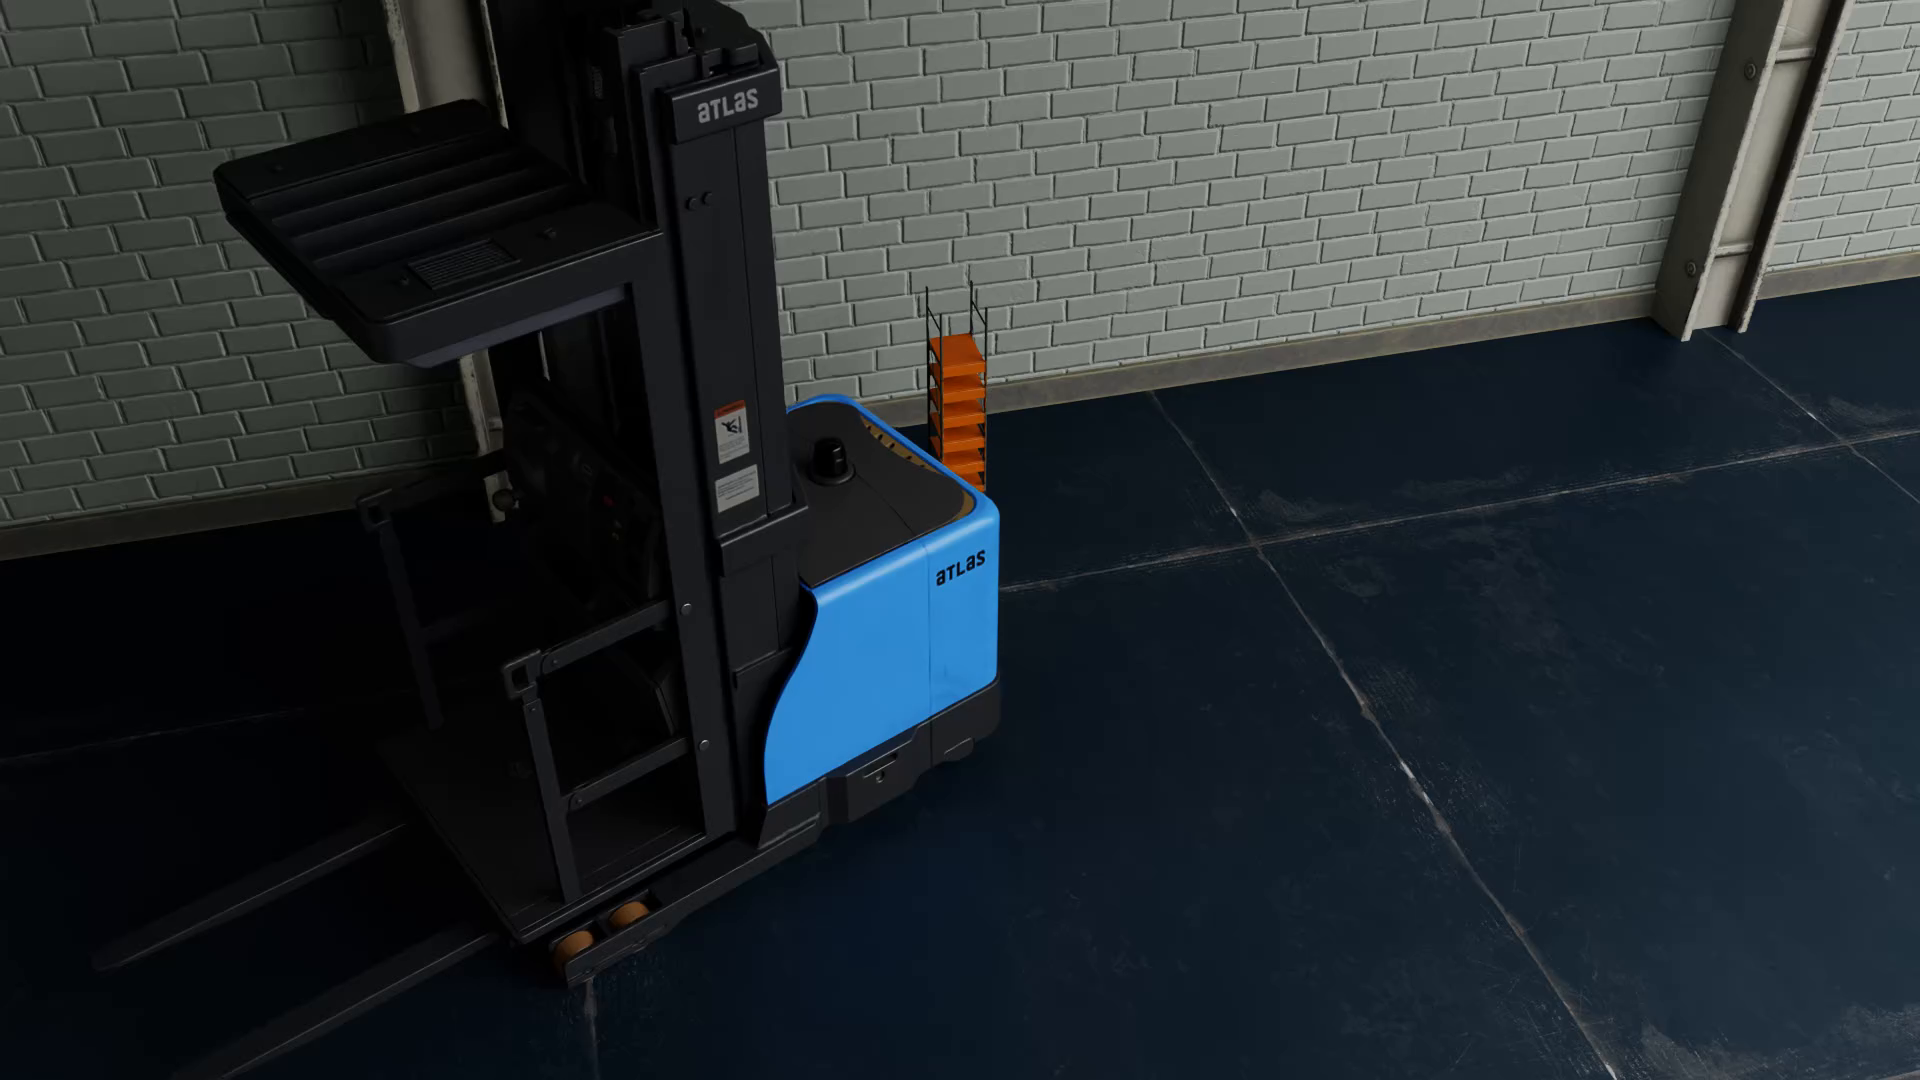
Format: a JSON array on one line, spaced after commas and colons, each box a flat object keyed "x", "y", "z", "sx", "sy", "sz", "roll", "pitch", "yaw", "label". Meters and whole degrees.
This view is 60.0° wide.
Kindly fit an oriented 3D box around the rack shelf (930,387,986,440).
[{"x": -0.014, "y": -0.534, "z": 6.837, "sx": 0.180, "sy": 0.103, "sz": 0.258, "roll": -9, "pitch": 38, "yaw": -12, "label": "rack shelf"}]

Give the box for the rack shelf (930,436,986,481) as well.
[{"x": -0.014, "y": -0.344, "z": 6.982, "sx": 0.180, "sy": 0.103, "sz": 0.258, "roll": -9, "pitch": 38, "yaw": -12, "label": "rack shelf"}]

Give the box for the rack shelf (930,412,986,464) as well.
[{"x": -0.014, "y": -0.439, "z": 6.909, "sx": 0.180, "sy": 0.103, "sz": 0.258, "roll": -9, "pitch": 38, "yaw": -12, "label": "rack shelf"}]

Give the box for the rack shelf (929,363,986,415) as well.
[{"x": -0.014, "y": -0.630, "z": 6.764, "sx": 0.180, "sy": 0.103, "sz": 0.258, "roll": -9, "pitch": 38, "yaw": -12, "label": "rack shelf"}]

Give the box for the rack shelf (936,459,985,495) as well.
[{"x": -0.014, "y": -0.248, "z": 7.055, "sx": 0.180, "sy": 0.103, "sz": 0.258, "roll": -9, "pitch": 38, "yaw": -12, "label": "rack shelf"}]

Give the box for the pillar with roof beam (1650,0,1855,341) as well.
[{"x": 4.997, "y": -2.197, "z": 2.715, "sx": 0.400, "sy": 9.000, "sz": 9.100, "roll": -9, "pitch": 38, "yaw": -12, "label": "pillar with roof beam"}]

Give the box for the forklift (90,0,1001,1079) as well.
[{"x": -1.318, "y": -0.098, "z": 4.965, "sx": 3.031, "sy": 2.935, "sz": 1.130, "roll": -26, "pitch": 44, "yaw": -30, "label": "forklift"}]

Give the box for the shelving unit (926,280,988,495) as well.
[{"x": -0.014, "y": -0.474, "z": 6.882, "sx": 0.189, "sy": 1.200, "sz": 0.258, "roll": -9, "pitch": 38, "yaw": -12, "label": "shelving unit"}]

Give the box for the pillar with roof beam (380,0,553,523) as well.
[{"x": -0.796, "y": -1.246, "z": 1.473, "sx": 0.400, "sy": 9.000, "sz": 9.100, "roll": -9, "pitch": 38, "yaw": -12, "label": "pillar with roof beam"}]

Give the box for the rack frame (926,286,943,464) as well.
[{"x": -0.102, "y": -0.460, "z": 6.864, "sx": 0.006, "sy": 1.200, "sz": 0.240, "roll": -9, "pitch": 38, "yaw": -12, "label": "rack frame"}]

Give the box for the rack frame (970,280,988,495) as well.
[{"x": 0.074, "y": -0.489, "z": 6.901, "sx": 0.006, "sy": 1.200, "sz": 0.240, "roll": -9, "pitch": 38, "yaw": -12, "label": "rack frame"}]

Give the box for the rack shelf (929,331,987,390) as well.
[{"x": -0.014, "y": -0.725, "z": 6.691, "sx": 0.180, "sy": 0.103, "sz": 0.258, "roll": -9, "pitch": 38, "yaw": -12, "label": "rack shelf"}]
